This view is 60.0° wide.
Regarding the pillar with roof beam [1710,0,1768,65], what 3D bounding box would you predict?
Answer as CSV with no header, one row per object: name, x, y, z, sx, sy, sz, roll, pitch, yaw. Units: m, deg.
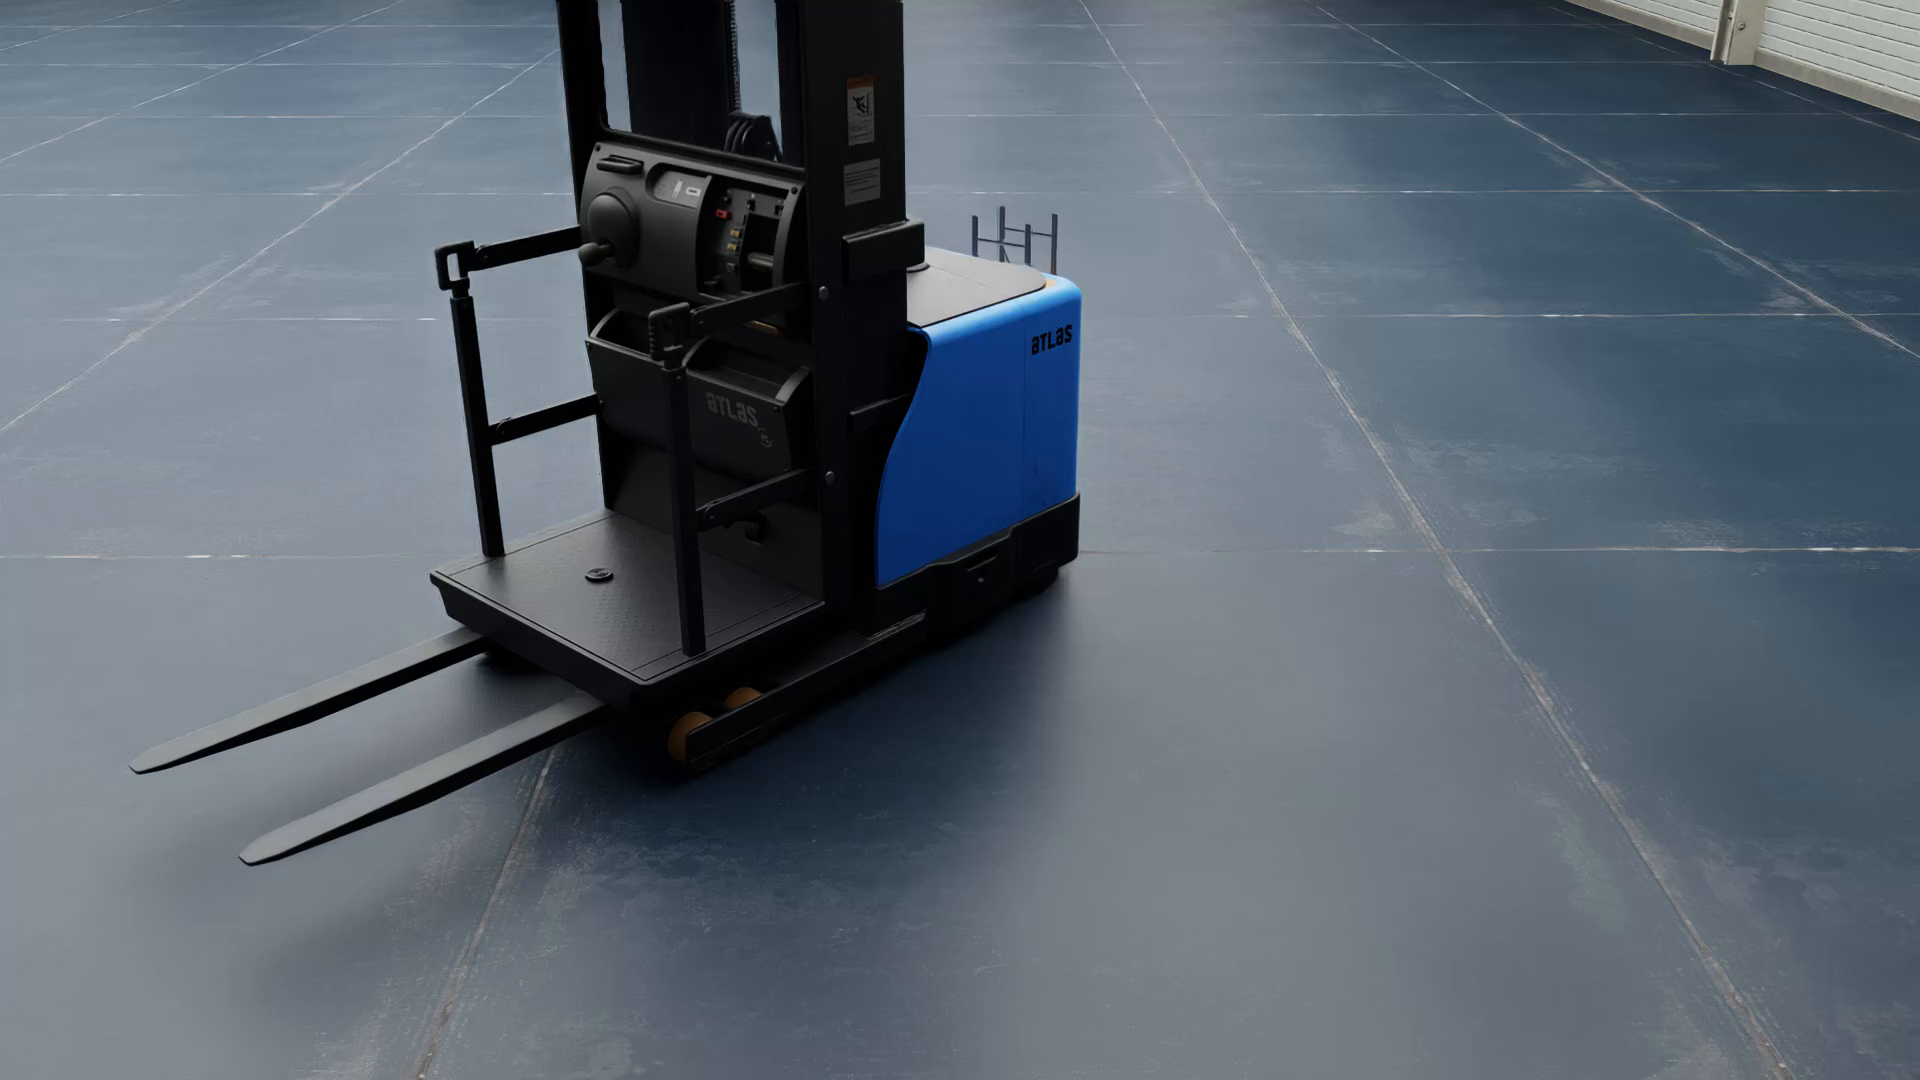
pillar with roof beam,3.669,-9.015,15.262,9.100,9.000,0.400,0,24,-1

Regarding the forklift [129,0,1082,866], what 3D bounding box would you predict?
forklift,-0.936,-0.908,4.701,1.130,2.935,3.031,20,31,38

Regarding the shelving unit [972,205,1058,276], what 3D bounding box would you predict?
shelving unit,0.195,-0.604,6.130,0.258,1.200,0.189,15,28,30

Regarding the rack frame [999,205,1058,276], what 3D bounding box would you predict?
rack frame,0.245,-0.636,6.199,0.240,1.200,0.006,15,28,30

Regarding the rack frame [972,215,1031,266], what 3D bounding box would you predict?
rack frame,0.144,-0.573,6.060,0.240,1.200,0.006,15,28,30
